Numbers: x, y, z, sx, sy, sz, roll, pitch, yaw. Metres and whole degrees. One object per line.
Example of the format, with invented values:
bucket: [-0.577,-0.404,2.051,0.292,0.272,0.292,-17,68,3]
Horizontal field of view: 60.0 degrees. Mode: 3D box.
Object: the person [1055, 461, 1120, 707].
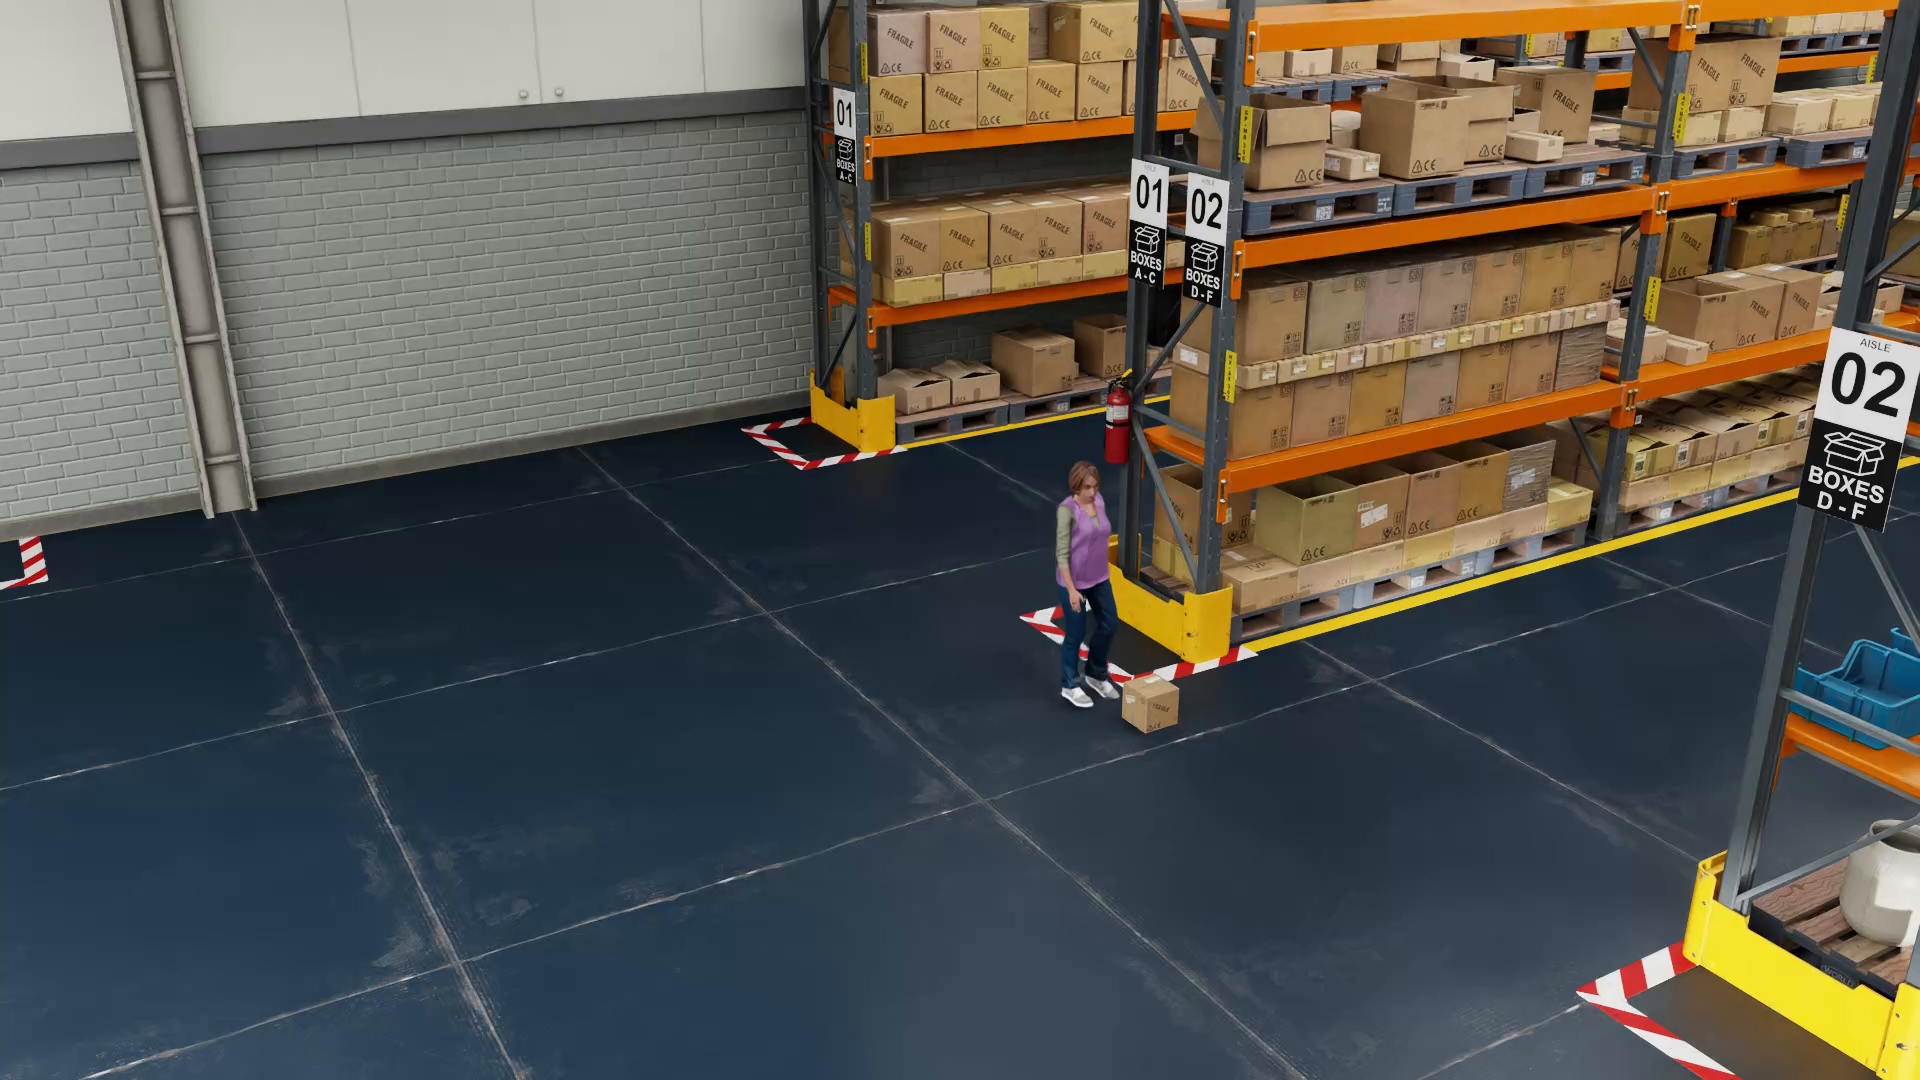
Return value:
person: [0.777,0.291,10.392,0.459,1.648,0.335,-18,28,-37]
